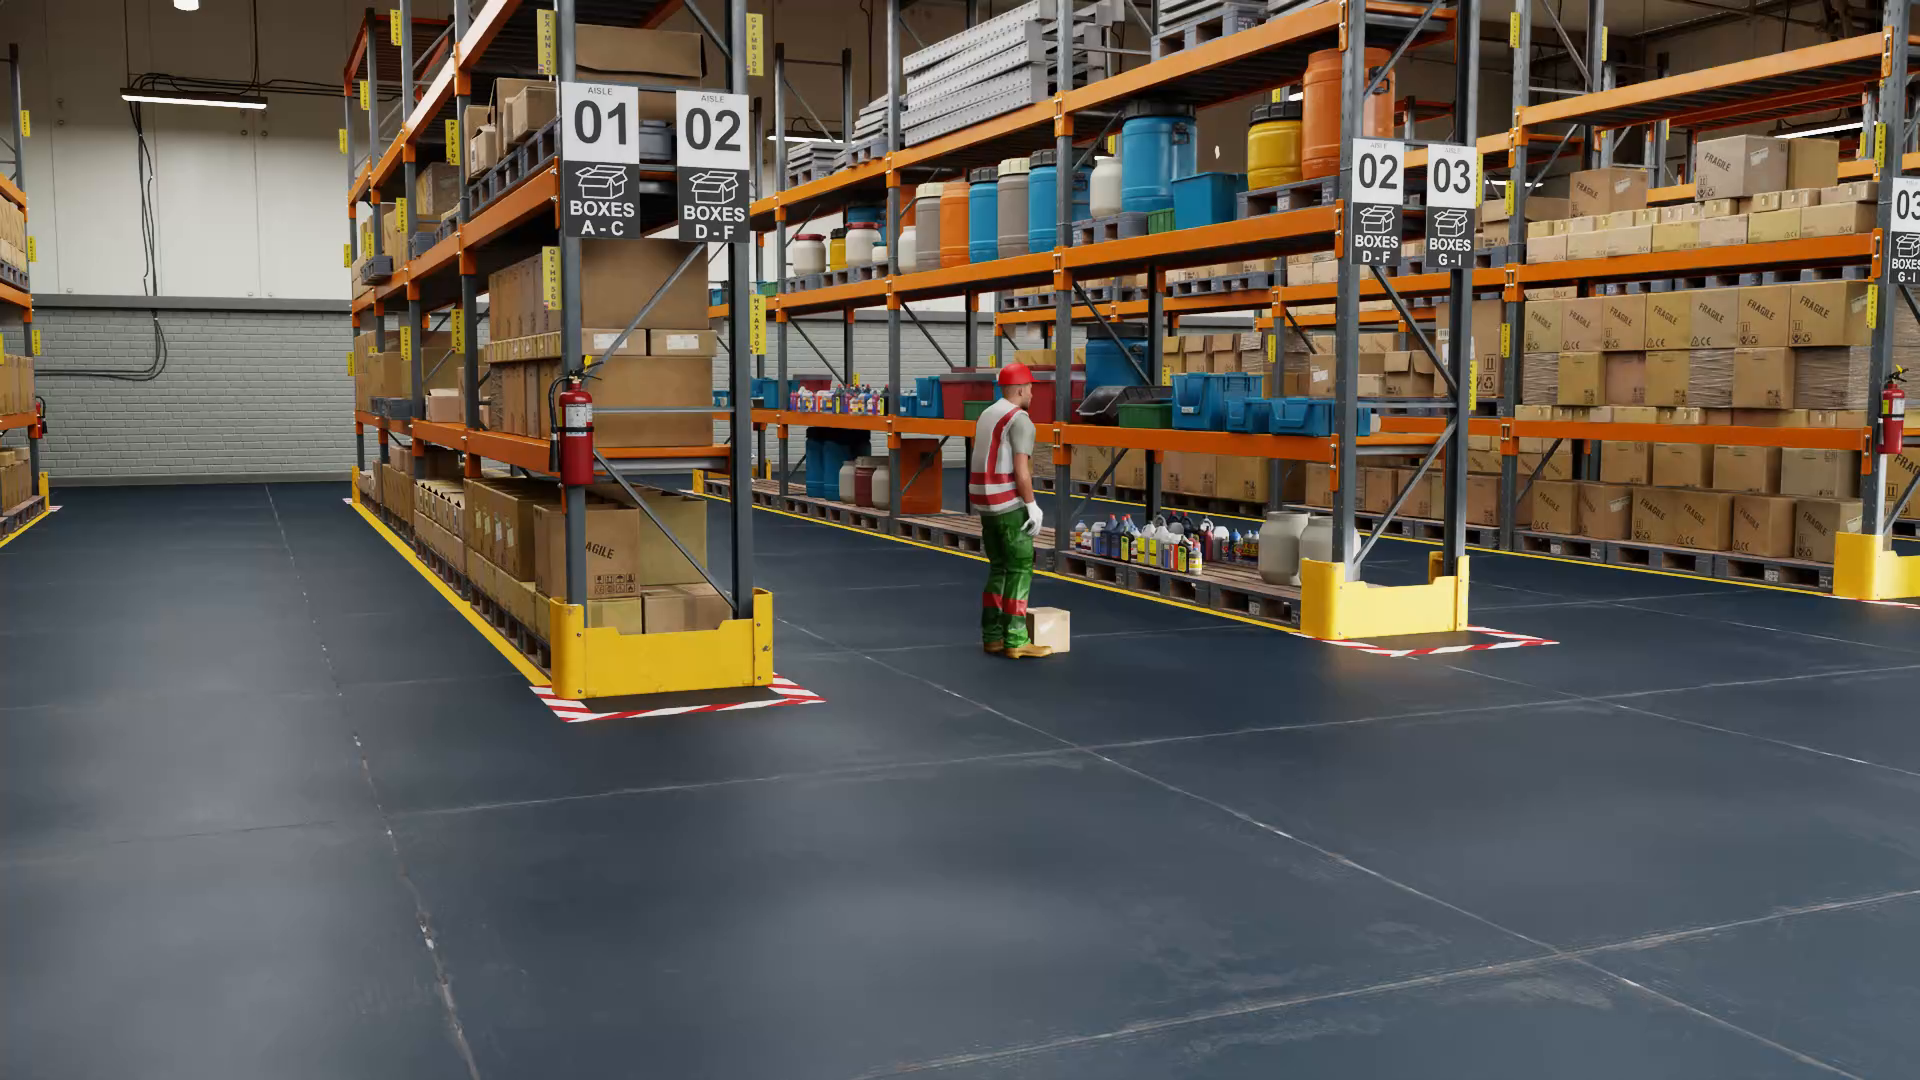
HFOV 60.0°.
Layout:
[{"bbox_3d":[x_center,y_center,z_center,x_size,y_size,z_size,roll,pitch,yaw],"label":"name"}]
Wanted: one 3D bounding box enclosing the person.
[{"bbox_3d":[0.301,-0.191,10.173,0.452,1.779,0.618,-3,6,-27],"label":"person"}]
